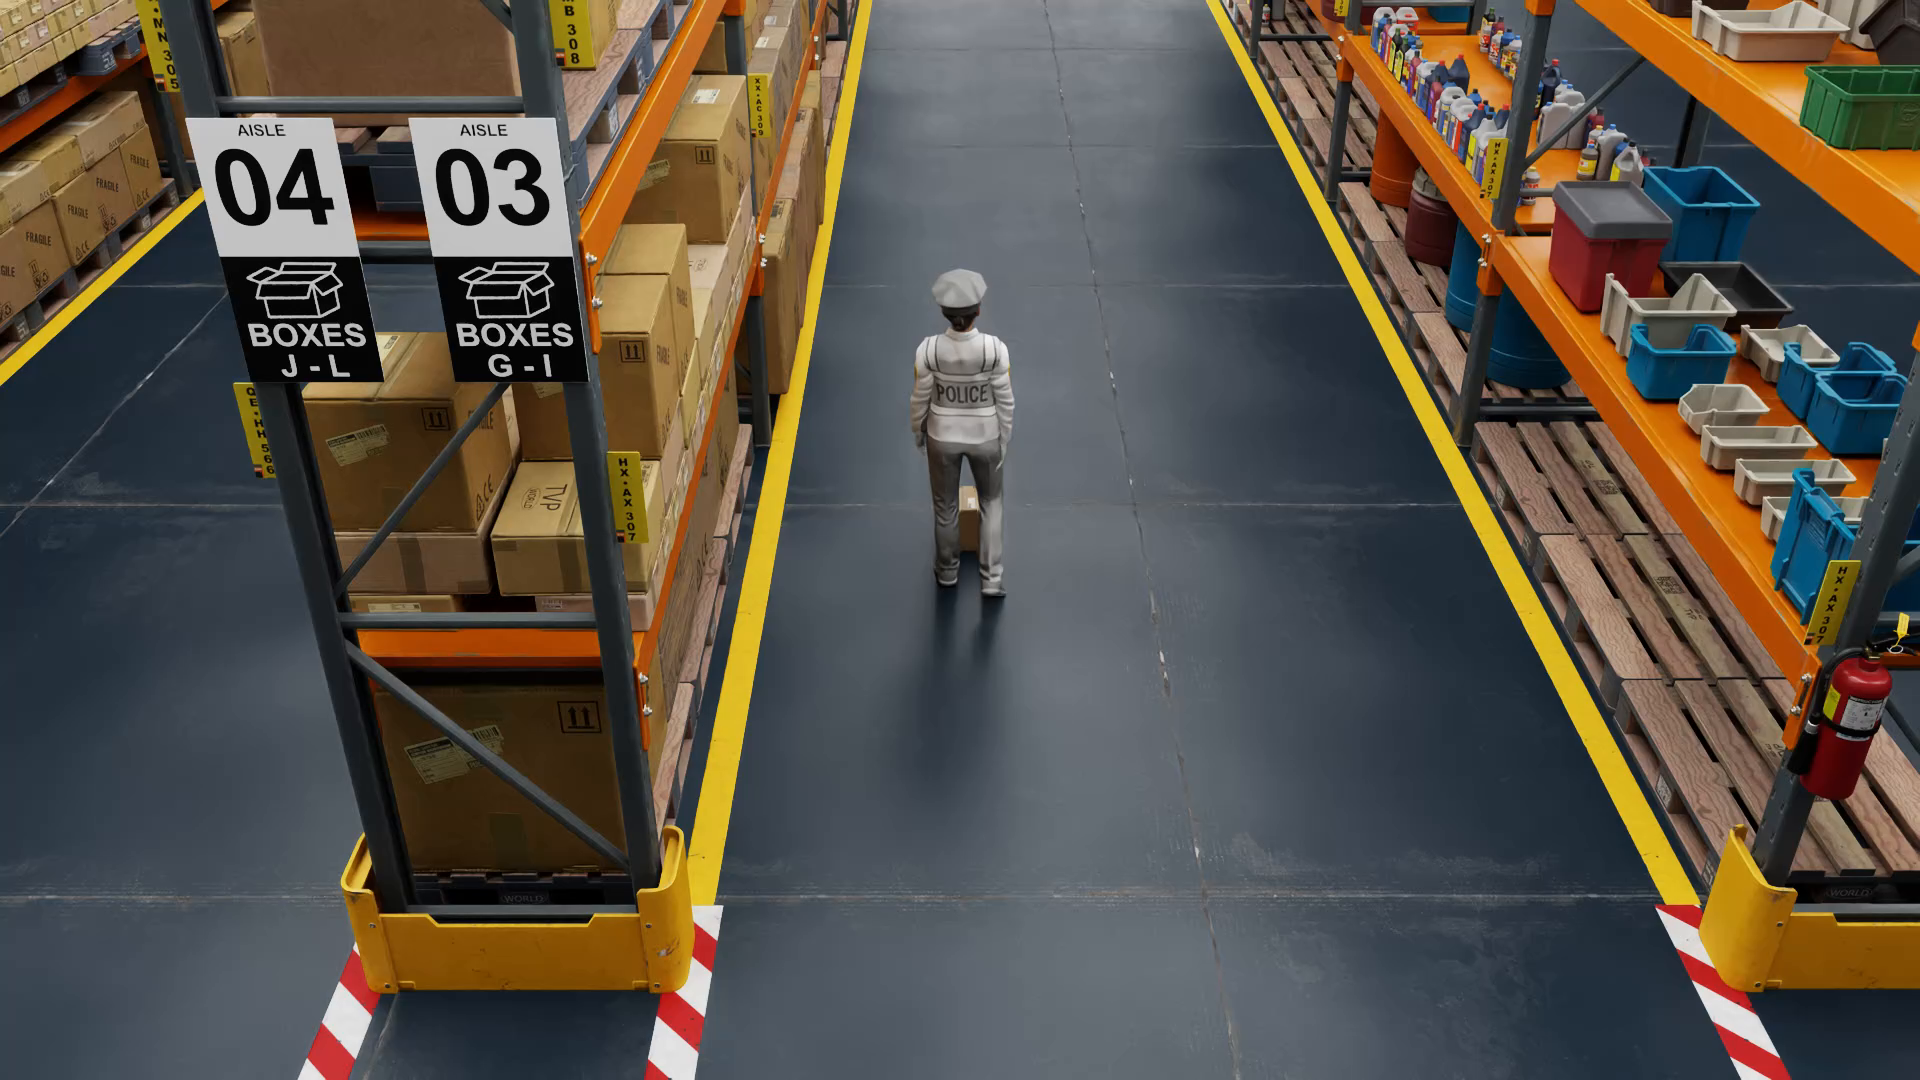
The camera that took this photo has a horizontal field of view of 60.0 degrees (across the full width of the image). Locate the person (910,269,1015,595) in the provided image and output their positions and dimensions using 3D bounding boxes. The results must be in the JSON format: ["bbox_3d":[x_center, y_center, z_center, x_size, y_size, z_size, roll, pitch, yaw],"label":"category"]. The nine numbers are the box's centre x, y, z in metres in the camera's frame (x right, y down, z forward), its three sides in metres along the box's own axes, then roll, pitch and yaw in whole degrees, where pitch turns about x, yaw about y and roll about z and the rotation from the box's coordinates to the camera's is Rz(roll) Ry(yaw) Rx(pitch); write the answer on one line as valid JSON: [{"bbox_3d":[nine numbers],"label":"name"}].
[{"bbox_3d":[0.010,-0.475,7.919,0.488,1.730,0.482,0,32,0],"label":"person"}]
